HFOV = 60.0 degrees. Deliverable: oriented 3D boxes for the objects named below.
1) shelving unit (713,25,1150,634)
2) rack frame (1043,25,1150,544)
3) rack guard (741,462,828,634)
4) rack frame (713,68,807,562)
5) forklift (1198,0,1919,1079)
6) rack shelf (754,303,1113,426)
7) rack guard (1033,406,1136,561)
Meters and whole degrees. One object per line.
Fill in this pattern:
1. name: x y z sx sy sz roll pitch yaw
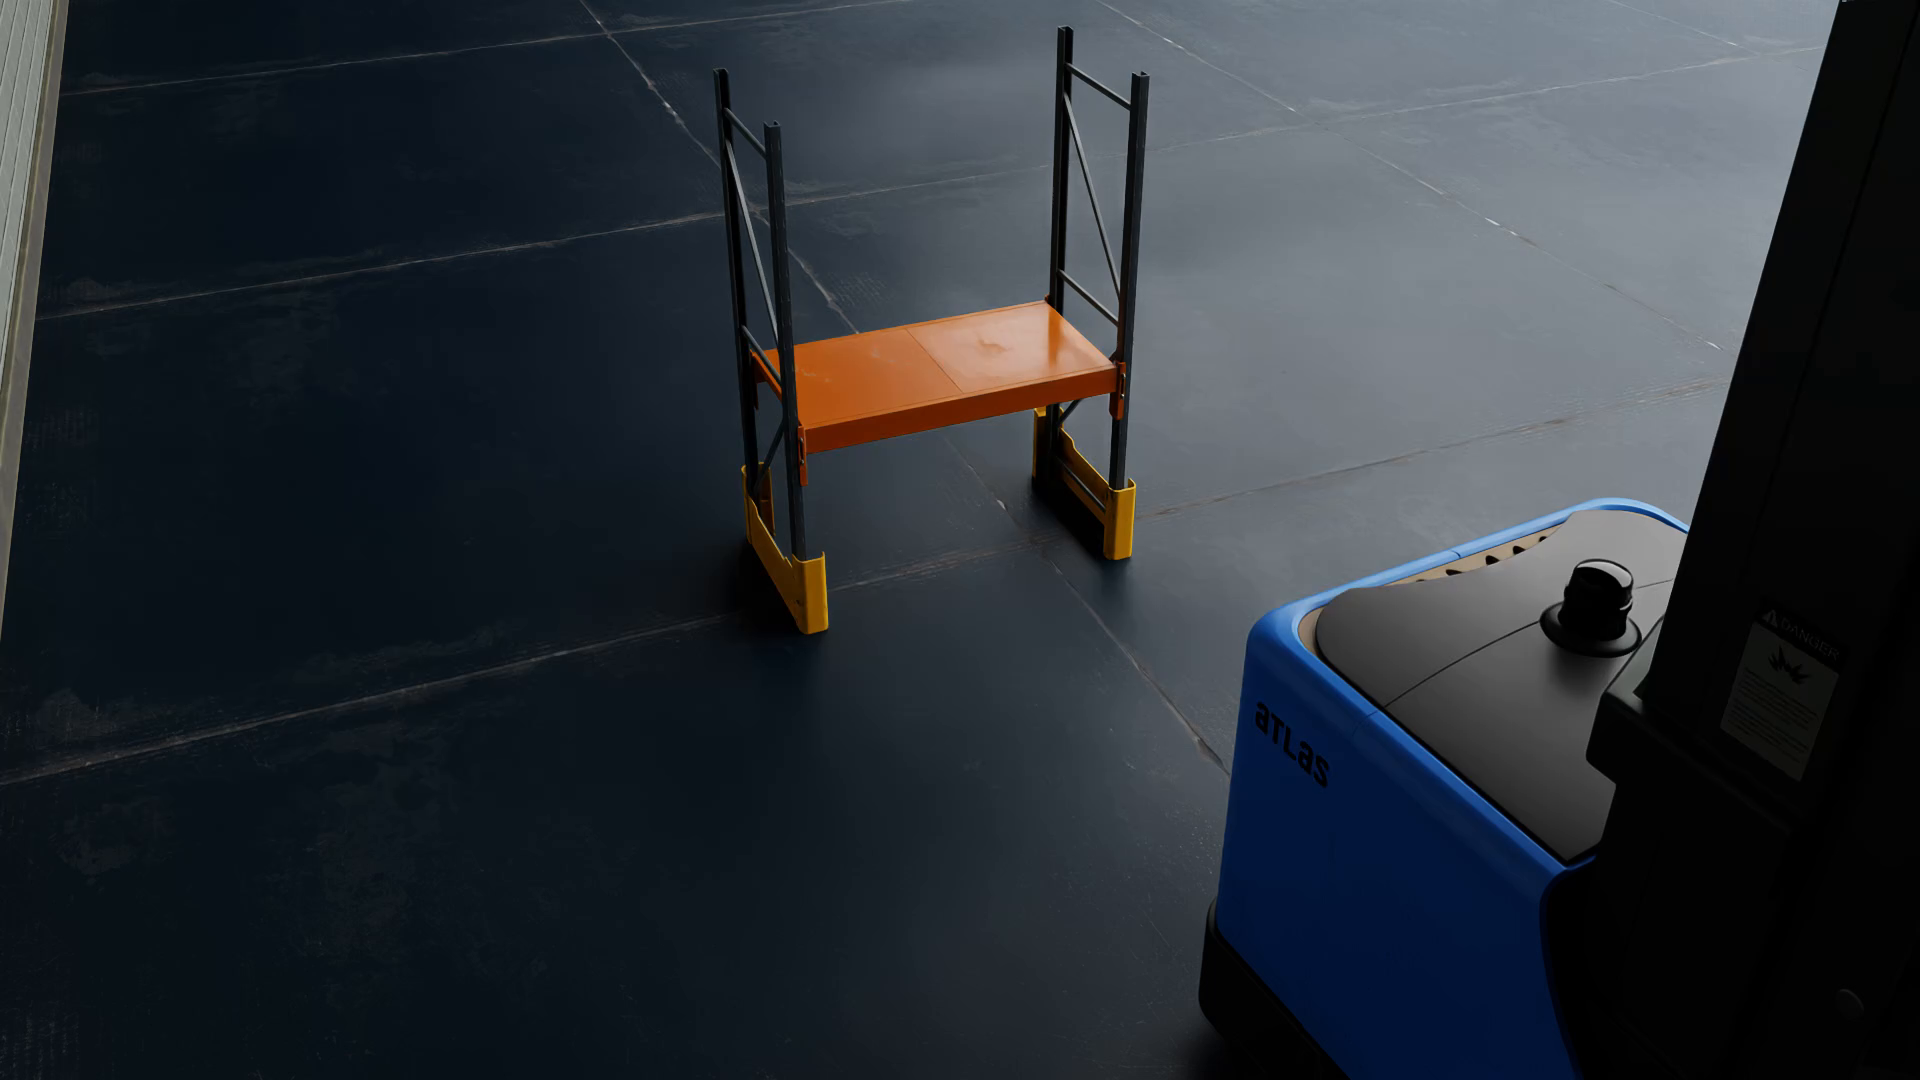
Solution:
1. shelving unit: -0.070 -0.613 4.816 1.083 1.500 0.587 -13 35 -19
2. rack frame: 0.390 -0.718 4.978 0.032 1.500 0.500 -13 35 -19
3. rack guard: -0.529 0.016 4.995 0.087 0.250 0.587 -13 35 -19
4. rack frame: -0.547 -0.503 4.648 0.032 1.500 0.500 -13 35 -19
5. forklift: 16.397 -1.026 4.139 29.544 2.935 12.453 -16 36 -23
6. rack shelf: -0.079 -0.516 4.875 0.952 0.026 0.459 -13 35 -19
7. rack guard: 0.389 -0.194 5.319 0.087 0.250 0.587 -13 35 -19
